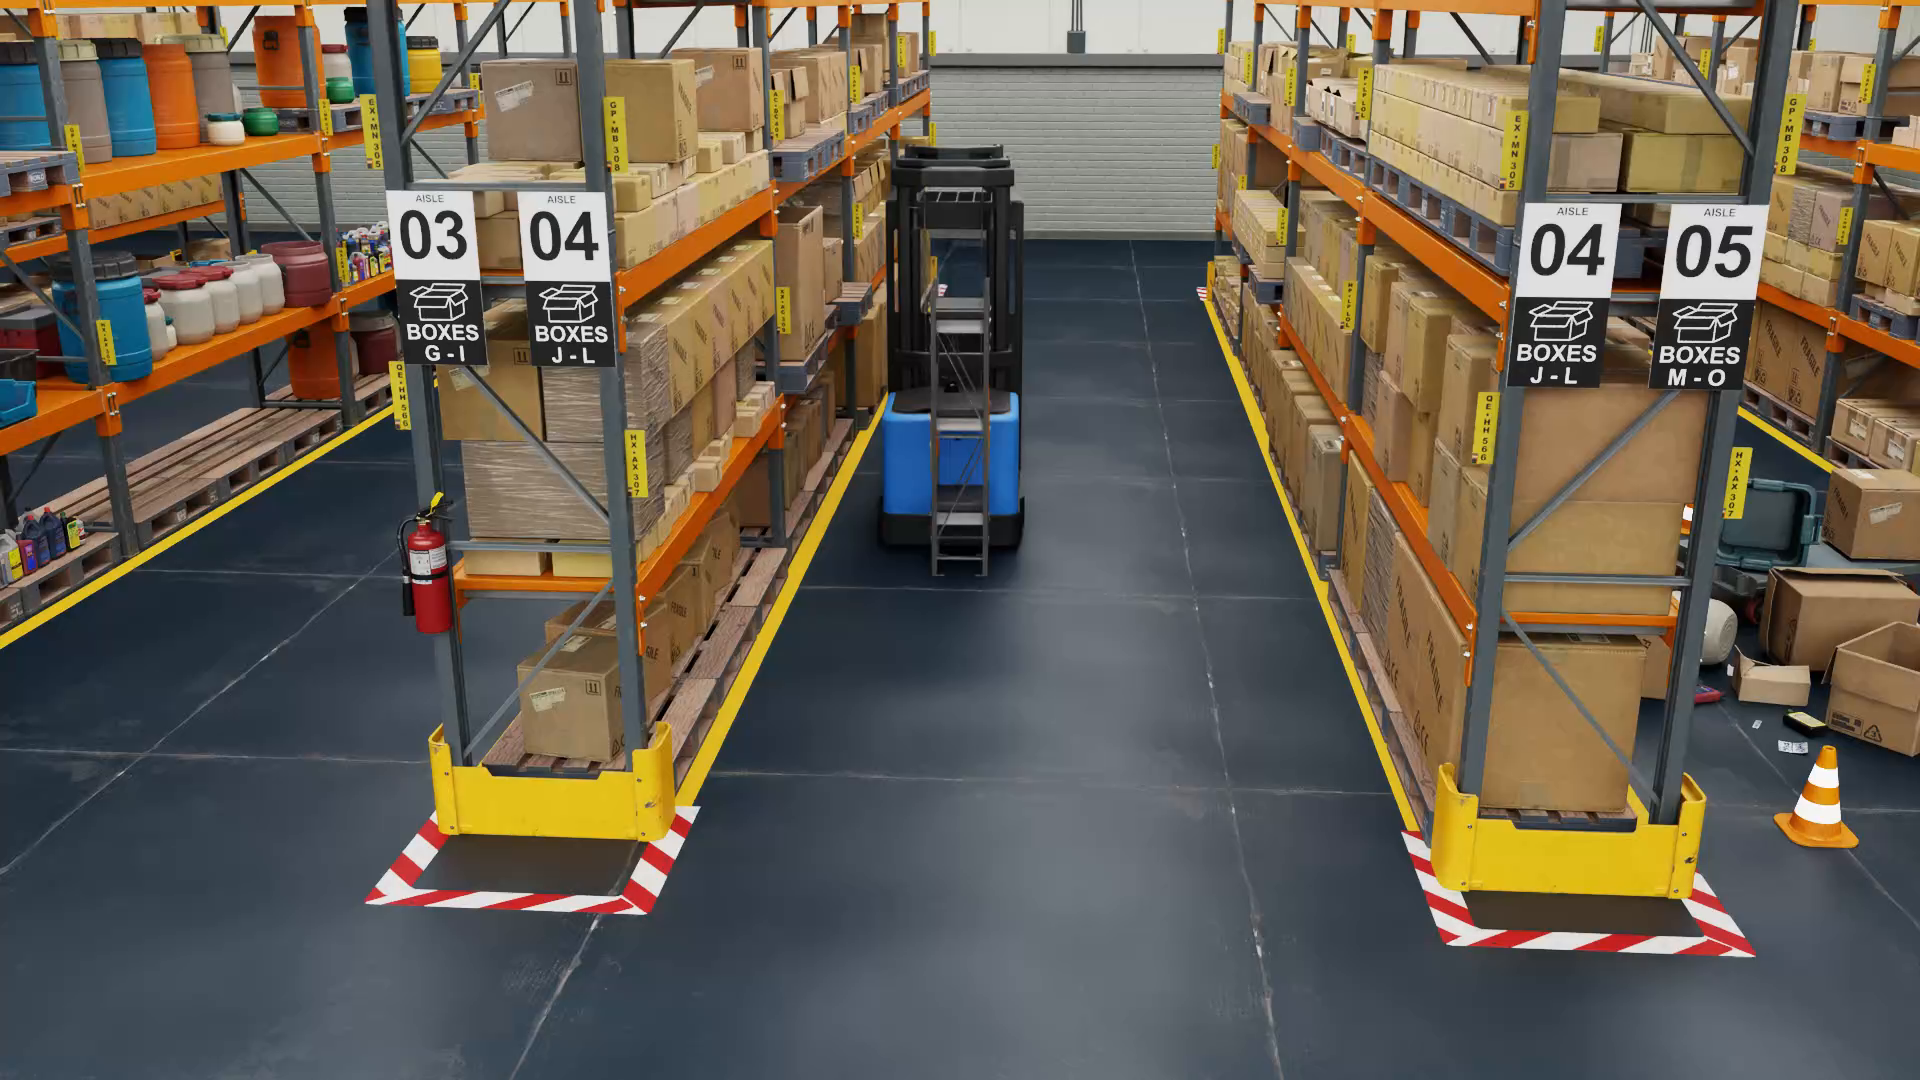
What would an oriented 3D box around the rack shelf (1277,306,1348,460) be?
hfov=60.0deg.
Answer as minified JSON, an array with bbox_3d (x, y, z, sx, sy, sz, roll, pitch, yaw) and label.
[{"bbox_3d":[3.306,-1.338,13.344,1.077,0.370,4.000,1,18,4],"label":"rack shelf"}]

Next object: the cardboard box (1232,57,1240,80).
[{"bbox_3d":[3.613,-5.771,20.338,0.500,0.250,0.500,1,18,2],"label":"cardboard box"}]

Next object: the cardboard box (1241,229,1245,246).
[{"bbox_3d":[3.177,-3.191,17.572,0.380,0.149,0.250,0,18,1],"label":"cardboard box"}]

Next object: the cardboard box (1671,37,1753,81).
[{"bbox_3d":[8.746,-5.605,19.394,0.797,0.503,0.637,3,18,8],"label":"cardboard box"}]

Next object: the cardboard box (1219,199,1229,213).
[{"bbox_3d":[3.623,-4.411,21.970,0.380,0.149,0.250,1,18,2],"label":"cardboard box"}]

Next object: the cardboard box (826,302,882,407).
[{"bbox_3d":[-1.420,-1.847,16.480,1.225,0.875,0.875,0,18,1],"label":"cardboard box"}]

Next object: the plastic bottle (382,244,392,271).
[{"bbox_3d":[-5.975,-2.942,17.291,0.097,0.271,0.097,0,18,0],"label":"plastic bottle"}]

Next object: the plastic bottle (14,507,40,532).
[{"bbox_3d":[-6.620,-0.058,11.832,0.144,0.351,0.185,1,18,4],"label":"plastic bottle"}]

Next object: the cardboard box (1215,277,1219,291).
[{"bbox_3d":[3.666,-3.475,22.615,0.380,0.149,0.250,2,18,5],"label":"cardboard box"}]

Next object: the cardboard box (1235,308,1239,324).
[{"bbox_3d":[3.442,-2.634,19.572,0.380,0.149,0.250,2,18,5],"label":"cardboard box"}]

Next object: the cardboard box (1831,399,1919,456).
[{"bbox_3d":[8.344,-0.997,14.696,0.950,0.372,0.625,0,18,0],"label":"cardboard box"}]

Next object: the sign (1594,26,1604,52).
[{"bbox_3d":[8.415,-6.599,21.897,0.100,0.325,0.005,1,18,4],"label":"sign"}]

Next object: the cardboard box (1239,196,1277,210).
[{"bbox_3d":[3.215,-3.628,17.951,0.380,0.149,0.250,1,18,4],"label":"cardboard box"}]

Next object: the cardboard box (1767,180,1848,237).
[{"bbox_3d":[8.241,-3.225,16.180,0.500,0.500,0.500,1,18,4],"label":"cardboard box"}]

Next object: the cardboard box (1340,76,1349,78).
[{"bbox_3d":[3.785,-4.101,15.643,0.500,0.500,0.500,1,18,4],"label":"cardboard box"}]

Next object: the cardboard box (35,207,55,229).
[{"bbox_3d":[-11.304,-4.116,20.507,0.500,0.500,0.500,2,18,5],"label":"cardboard box"}]

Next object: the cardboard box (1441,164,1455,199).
[{"bbox_3d":[2.635,-1.797,8.340,0.380,0.149,0.250,1,18,3],"label":"cardboard box"}]

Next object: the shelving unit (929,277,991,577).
[{"bbox_3d":[0.005,-0.806,12.010,0.431,2.100,0.503,0,18,1],"label":"shelving unit"}]

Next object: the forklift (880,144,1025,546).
[{"bbox_3d":[-0.034,-1.755,13.573,1.130,2.935,3.031,0,18,1],"label":"forklift"}]

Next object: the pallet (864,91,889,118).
[{"bbox_3d":[-1.220,-4.734,18.044,0.805,0.209,1.217,1,18,2],"label":"pallet"}]

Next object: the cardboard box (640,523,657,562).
[{"bbox_3d":[-1.768,0.000,8.508,0.380,0.149,0.250,1,18,4],"label":"cardboard box"}]

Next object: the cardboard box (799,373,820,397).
[{"bbox_3d":[-1.536,-1.447,14.625,0.500,0.250,0.500,3,18,10],"label":"cardboard box"}]

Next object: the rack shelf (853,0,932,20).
[{"bbox_3d":[-1.060,-6.626,20.489,1.077,0.370,4.000,1,18,4],"label":"rack shelf"}]

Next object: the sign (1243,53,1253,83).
[{"bbox_3d":[3.195,-5.224,18.402,0.100,0.325,0.005,1,18,4],"label":"sign"}]

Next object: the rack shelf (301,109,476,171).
[{"bbox_3d":[-6.287,-4.258,17.440,1.077,0.370,4.000,1,18,4],"label":"rack shelf"}]

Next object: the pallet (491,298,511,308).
[{"bbox_3d":[-6.045,-3.080,21.984,1.003,0.211,1.213,1,18,4],"label":"pallet"}]

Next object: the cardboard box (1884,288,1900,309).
[{"bbox_3d":[8.066,-2.034,14.043,0.380,0.149,0.250,0,18,0],"label":"cardboard box"}]

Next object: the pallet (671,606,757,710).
[{"bbox_3d":[-1.875,0.714,10.406,1.003,0.211,1.213,1,18,4],"label":"pallet"}]

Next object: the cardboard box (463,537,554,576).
[{"bbox_3d":[-2.249,0.068,8.302,0.380,0.149,0.250,1,18,4],"label":"cardboard box"}]

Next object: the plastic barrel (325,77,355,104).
[{"bbox_3d":[-6.125,-4.429,16.380,0.294,0.245,0.294,0,18,0],"label":"plastic barrel"}]

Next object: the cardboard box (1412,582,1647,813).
[{"bbox_3d":[2.859,0.782,8.458,0.875,0.875,0.875,1,18,4],"label":"cardboard box"}]

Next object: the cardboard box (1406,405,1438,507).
[{"bbox_3d":[3.037,-0.512,9.427,0.875,0.550,0.500,1,18,4],"label":"cardboard box"}]

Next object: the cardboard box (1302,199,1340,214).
[{"bbox_3d":[3.845,-3.532,17.658,0.380,0.149,0.250,1,18,4],"label":"cardboard box"}]

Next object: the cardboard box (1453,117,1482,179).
[{"bbox_3d":[2.669,-1.873,7.931,0.500,0.250,0.500,1,18,4],"label":"cardboard box"}]

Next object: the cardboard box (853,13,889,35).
[{"bbox_3d":[-1.072,-6.377,20.550,0.500,0.250,0.500,1,18,2],"label":"cardboard box"}]

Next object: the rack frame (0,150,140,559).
[{"bbox_3d":[-6.717,-1.311,12.108,1.000,3.000,0.127,1,18,4],"label":"rack frame"}]

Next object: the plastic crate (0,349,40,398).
[{"bbox_3d":[-6.882,-1.122,11.630,0.767,0.338,0.504,1,18,4],"label":"plastic crate"}]

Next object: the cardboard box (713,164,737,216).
[{"bbox_3d":[-1.628,-2.087,9.899,0.500,0.250,0.500,1,18,4],"label":"cardboard box"}]

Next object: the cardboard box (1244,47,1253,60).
[{"bbox_3d":[3.471,-5.587,19.137,0.380,0.149,0.250,1,18,4],"label":"cardboard box"}]

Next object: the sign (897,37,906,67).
[{"bbox_3d":[-0.662,-5.497,18.729,0.100,0.325,0.005,1,18,4],"label":"sign"}]

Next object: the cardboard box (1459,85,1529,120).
[{"bbox_3d":[2.617,-2.098,7.980,0.380,0.149,0.250,2,18,5],"label":"cardboard box"}]

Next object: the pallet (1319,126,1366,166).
[{"bbox_3d":[3.379,-3.088,13.016,1.003,0.211,1.213,2,18,6],"label":"pallet"}]

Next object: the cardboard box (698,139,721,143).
[{"bbox_3d":[-1.640,-2.311,9.943,0.380,0.149,0.250,2,18,6],"label":"cardboard box"}]

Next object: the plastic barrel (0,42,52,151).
[{"bbox_3d":[-6.897,-3.138,12.060,0.600,0.901,0.708,1,18,4],"label":"plastic barrel"}]

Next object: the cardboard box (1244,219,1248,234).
[{"bbox_3d":[3.160,-3.245,17.261,0.380,0.149,0.250,1,18,3],"label":"cardboard box"}]

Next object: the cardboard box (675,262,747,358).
[{"bbox_3d":[-1.606,-1.408,10.160,0.500,0.500,0.500,1,18,4],"label":"cardboard box"}]

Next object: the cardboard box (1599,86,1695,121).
[{"bbox_3d":[3.273,-2.081,7.927,0.380,0.149,0.250,1,18,4],"label":"cardboard box"}]

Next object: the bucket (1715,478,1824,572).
[{"bbox_3d":[5.453,-0.132,11.324,0.726,0.611,0.620,8,10,23],"label":"bucket"}]

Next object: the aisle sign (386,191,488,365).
[{"bbox_3d":[-2.367,-1.181,7.536,0.394,0.787,0.004,1,18,4],"label":"aisle sign"}]

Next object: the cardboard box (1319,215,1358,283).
[{"bbox_3d":[3.338,-2.368,13.566,0.700,0.500,0.500,1,18,3],"label":"cardboard box"}]

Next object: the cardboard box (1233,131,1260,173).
[{"bbox_3d":[3.583,-4.679,20.140,0.500,0.500,0.500,2,18,5],"label":"cardboard box"}]

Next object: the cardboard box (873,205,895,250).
[{"bbox_3d":[-1.007,-3.428,18.407,0.500,0.500,0.500,2,18,6],"label":"cardboard box"}]

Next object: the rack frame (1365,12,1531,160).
[{"bbox_3d":[3.163,-3.910,10.403,1.000,3.000,0.127,1,18,4],"label":"rack frame"}]

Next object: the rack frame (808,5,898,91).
[{"bbox_3d":[-1.203,-6.536,18.419,1.000,3.000,0.127,1,18,4],"label":"rack frame"}]
